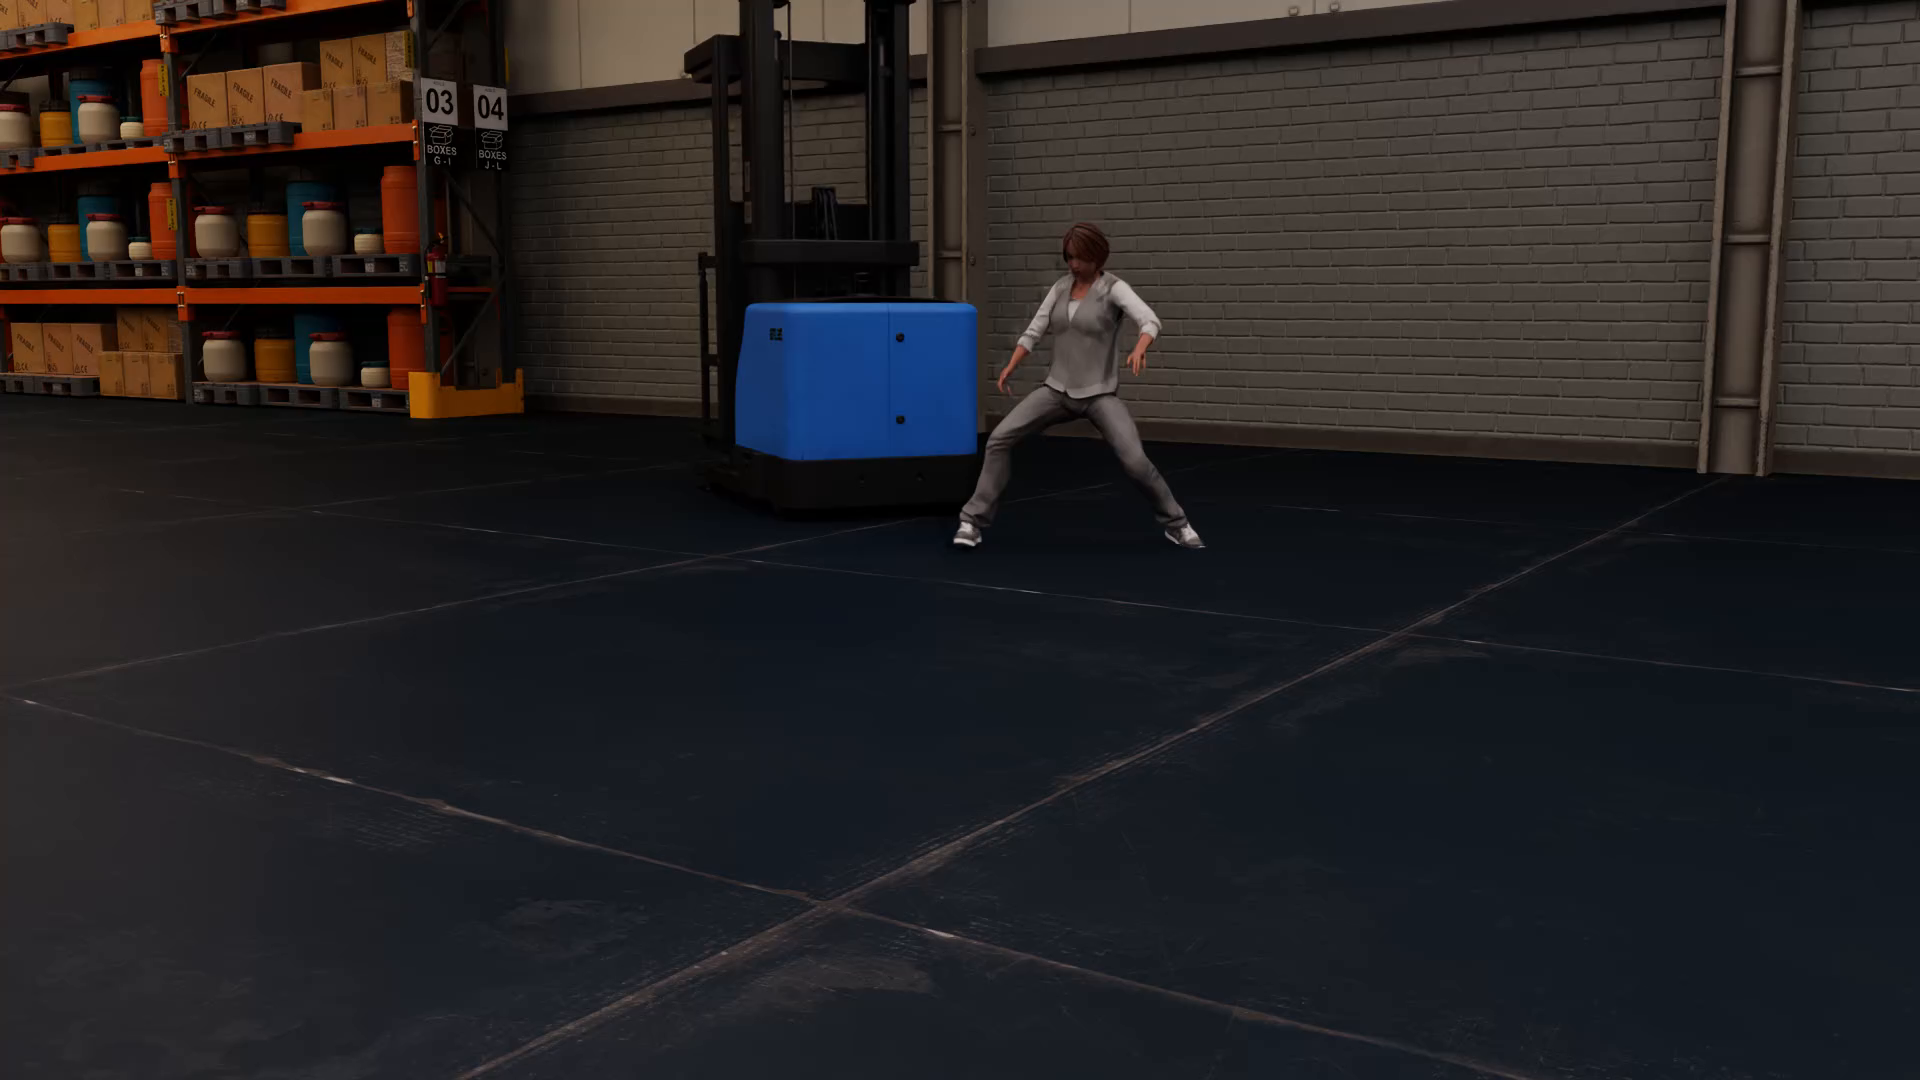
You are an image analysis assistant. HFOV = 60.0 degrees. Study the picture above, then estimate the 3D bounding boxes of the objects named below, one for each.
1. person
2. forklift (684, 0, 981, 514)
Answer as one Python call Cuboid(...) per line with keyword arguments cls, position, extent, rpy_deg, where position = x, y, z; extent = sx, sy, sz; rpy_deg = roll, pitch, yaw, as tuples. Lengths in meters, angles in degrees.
Cuboid(cls="person", position=(0.526, -0.647, 7.262), extent=(0.927, 1.436, 0.872), rpy_deg=(6, 10, 34))
Cuboid(cls="forklift", position=(-0.923, -1.751, 9.503), extent=(1.130, 2.935, 3.031), rpy_deg=(-3, 9, -22))
